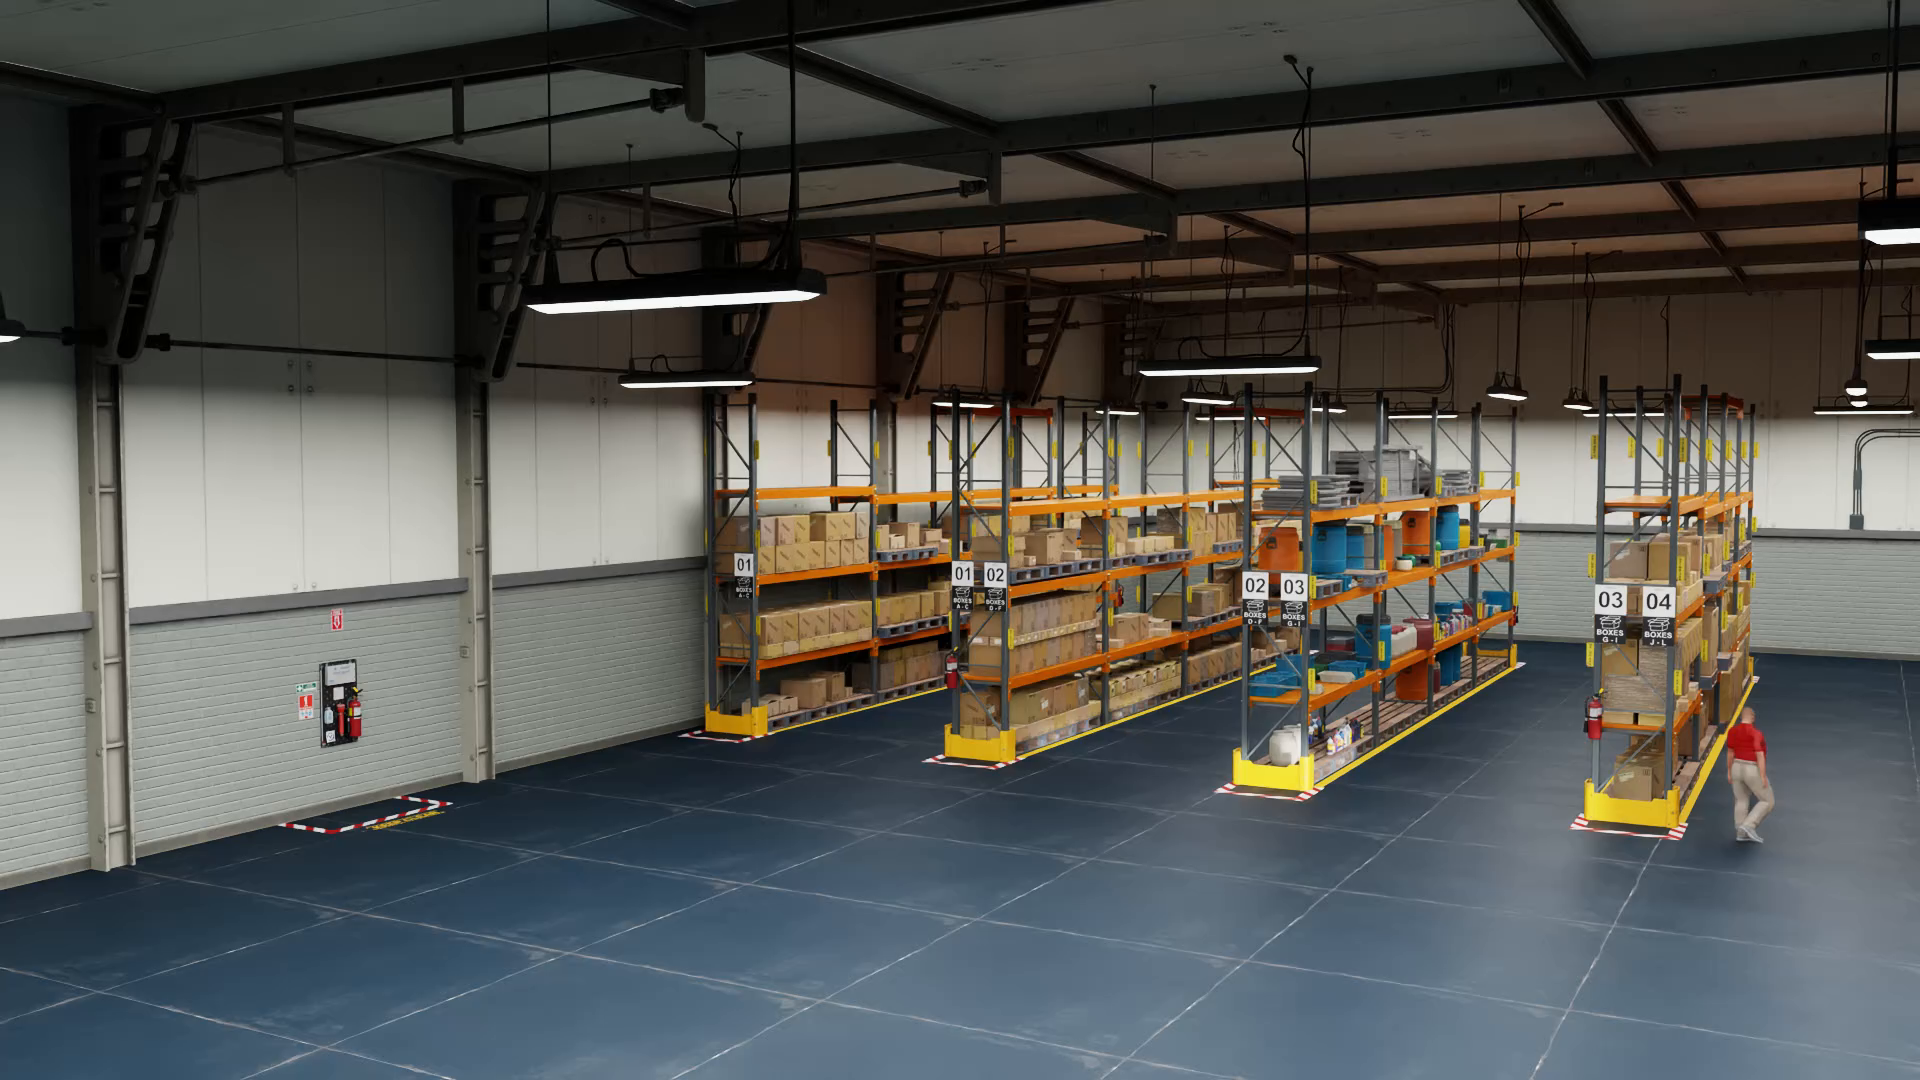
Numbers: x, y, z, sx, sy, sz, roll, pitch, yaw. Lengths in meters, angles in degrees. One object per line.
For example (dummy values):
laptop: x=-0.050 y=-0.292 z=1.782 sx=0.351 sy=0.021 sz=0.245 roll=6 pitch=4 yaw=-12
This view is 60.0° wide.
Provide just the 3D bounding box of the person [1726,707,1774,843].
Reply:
person: x=10.036 y=2.996 z=21.224 sx=0.502 sy=1.722 sz=0.640 roll=-1 pitch=3 yaw=-25
